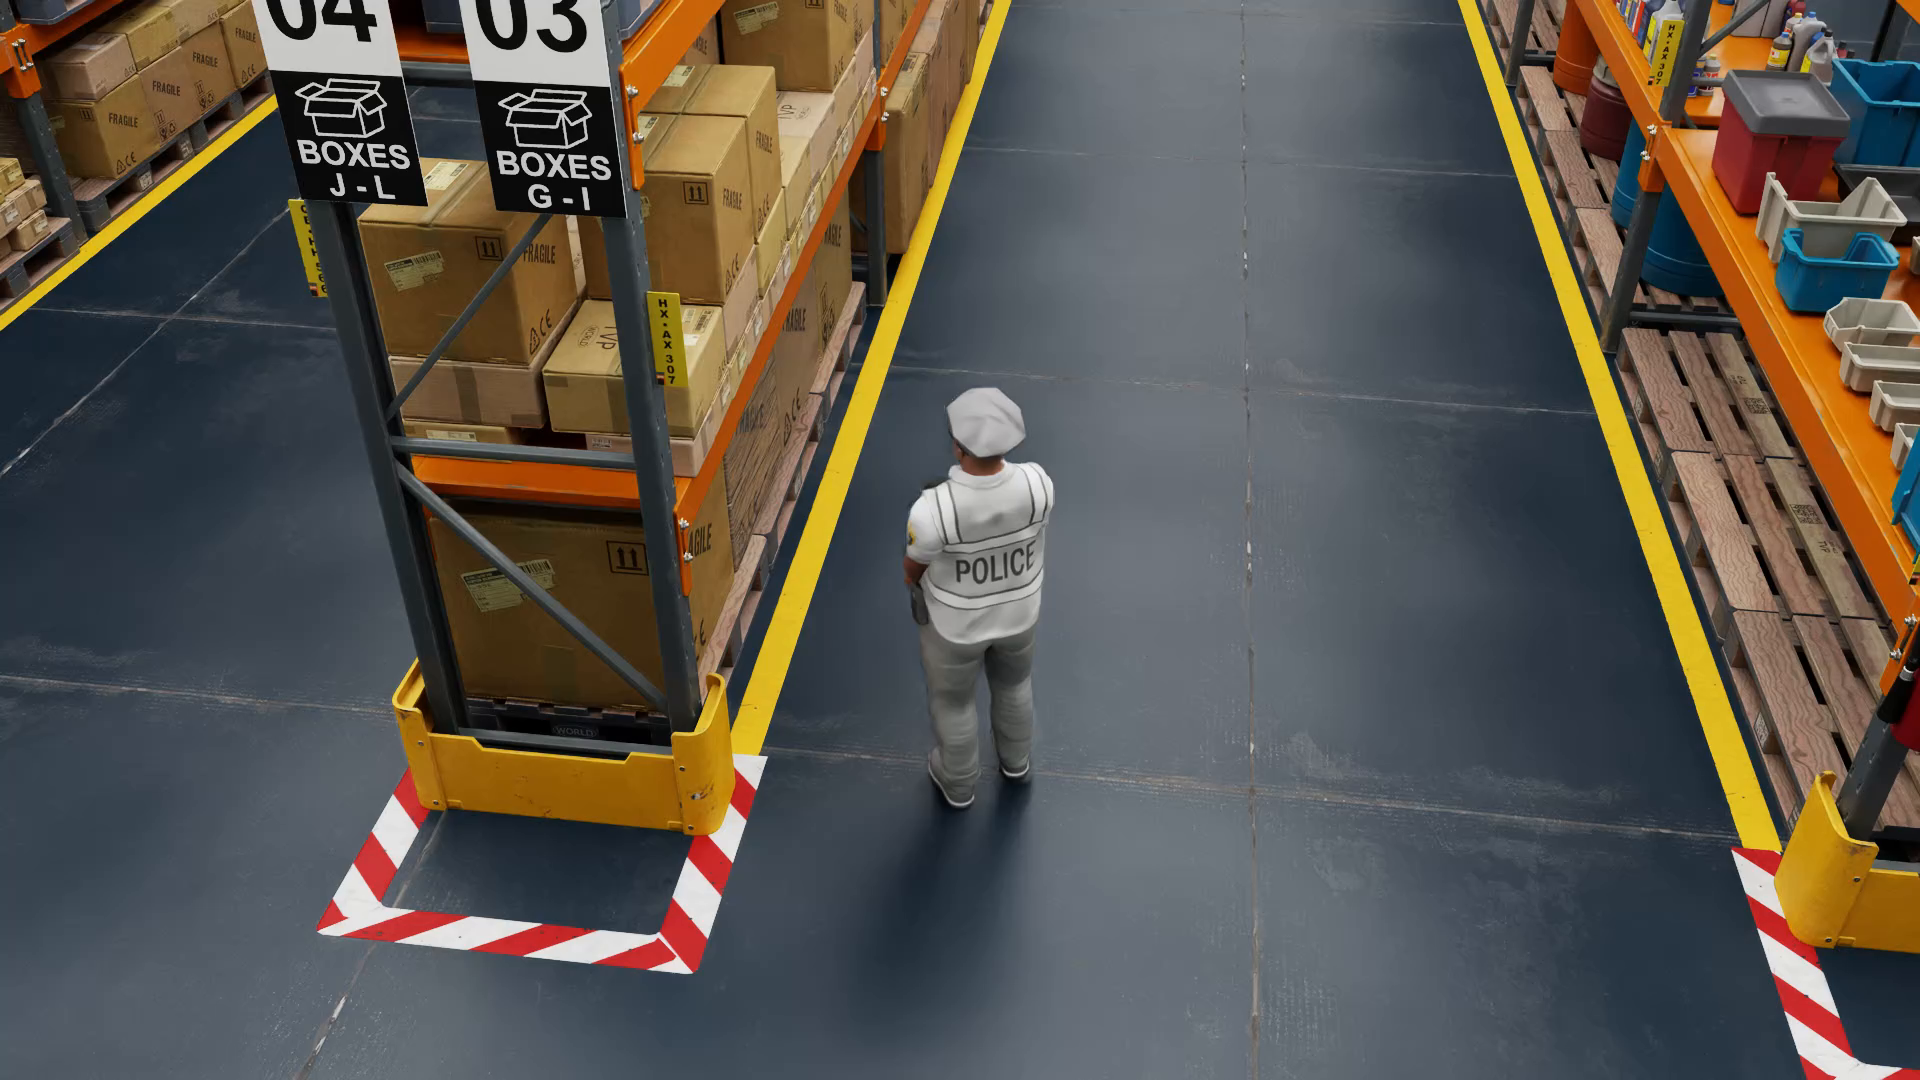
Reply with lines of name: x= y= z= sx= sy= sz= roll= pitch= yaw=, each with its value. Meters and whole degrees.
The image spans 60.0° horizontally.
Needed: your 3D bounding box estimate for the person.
person: x=0.057 y=0.197 z=5.840 sx=0.550 sy=1.783 sz=0.528 roll=-14 pitch=38 yaw=-19
